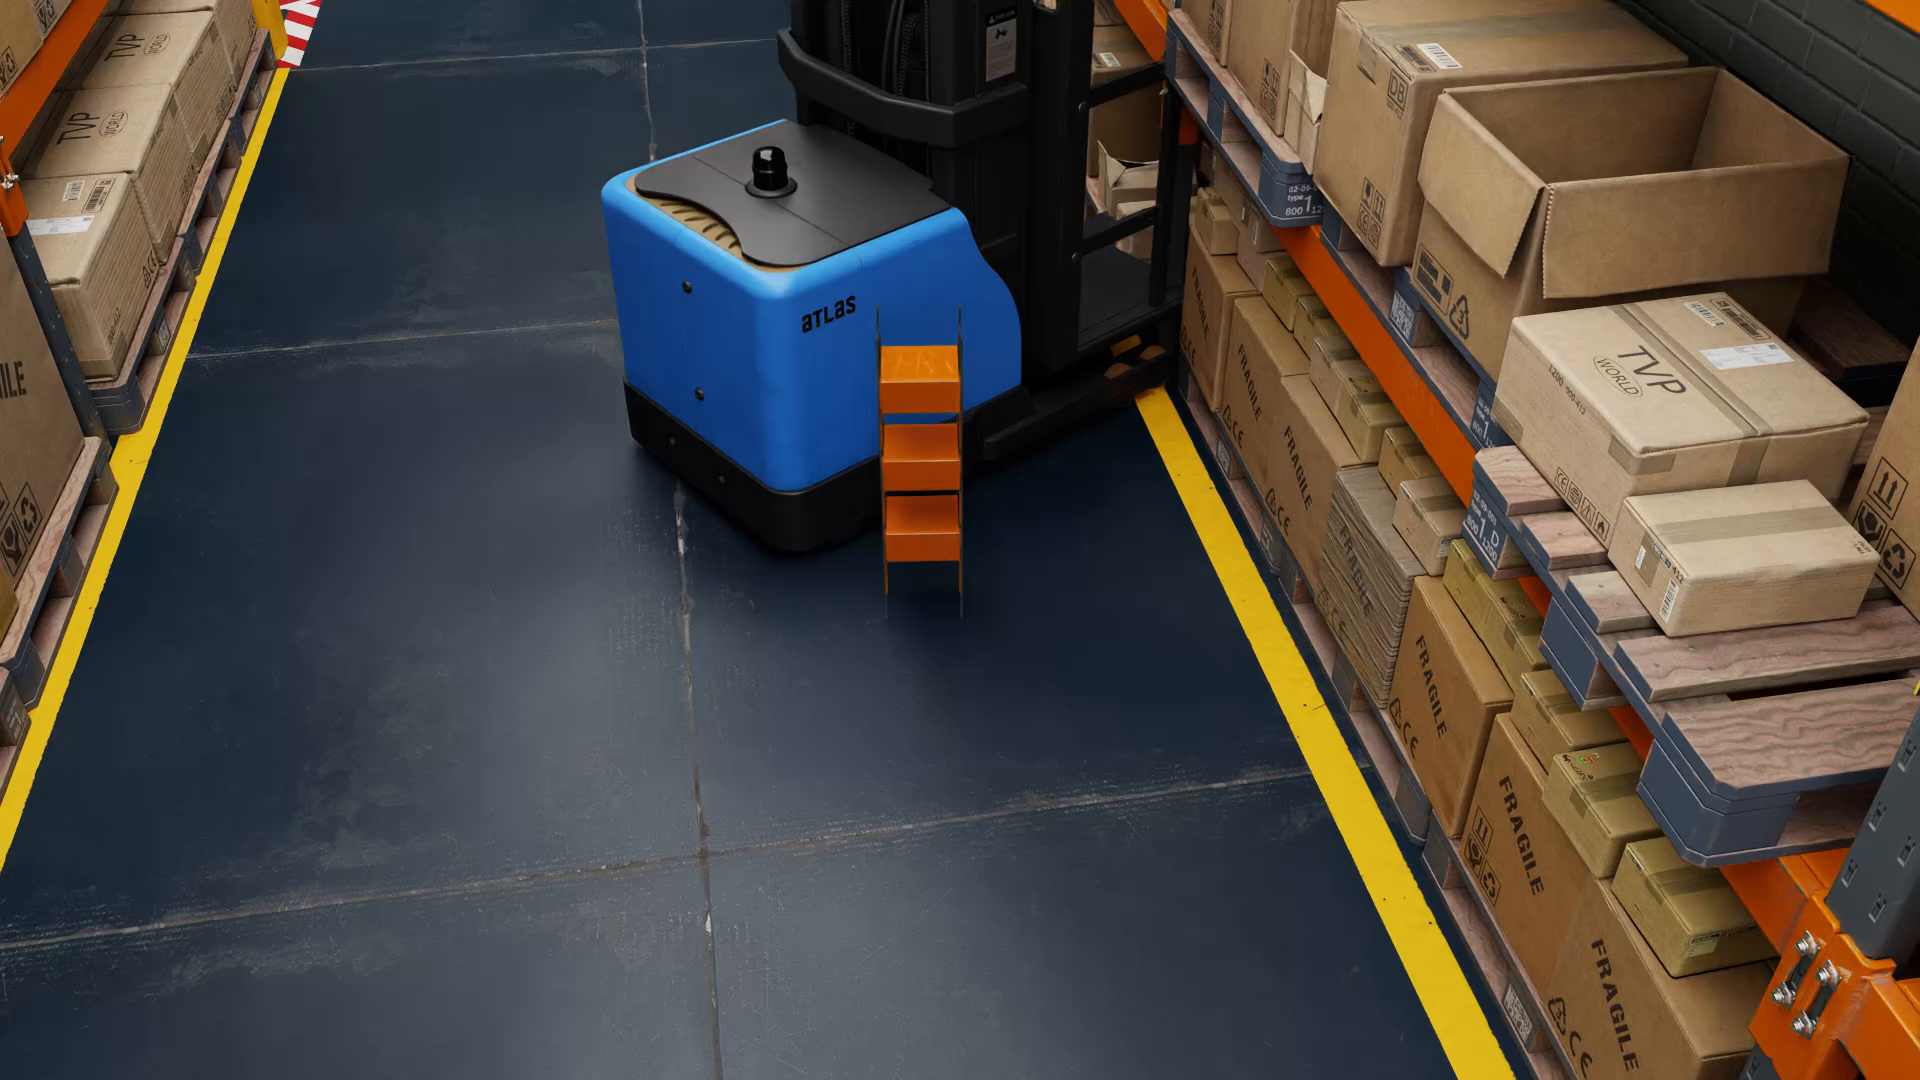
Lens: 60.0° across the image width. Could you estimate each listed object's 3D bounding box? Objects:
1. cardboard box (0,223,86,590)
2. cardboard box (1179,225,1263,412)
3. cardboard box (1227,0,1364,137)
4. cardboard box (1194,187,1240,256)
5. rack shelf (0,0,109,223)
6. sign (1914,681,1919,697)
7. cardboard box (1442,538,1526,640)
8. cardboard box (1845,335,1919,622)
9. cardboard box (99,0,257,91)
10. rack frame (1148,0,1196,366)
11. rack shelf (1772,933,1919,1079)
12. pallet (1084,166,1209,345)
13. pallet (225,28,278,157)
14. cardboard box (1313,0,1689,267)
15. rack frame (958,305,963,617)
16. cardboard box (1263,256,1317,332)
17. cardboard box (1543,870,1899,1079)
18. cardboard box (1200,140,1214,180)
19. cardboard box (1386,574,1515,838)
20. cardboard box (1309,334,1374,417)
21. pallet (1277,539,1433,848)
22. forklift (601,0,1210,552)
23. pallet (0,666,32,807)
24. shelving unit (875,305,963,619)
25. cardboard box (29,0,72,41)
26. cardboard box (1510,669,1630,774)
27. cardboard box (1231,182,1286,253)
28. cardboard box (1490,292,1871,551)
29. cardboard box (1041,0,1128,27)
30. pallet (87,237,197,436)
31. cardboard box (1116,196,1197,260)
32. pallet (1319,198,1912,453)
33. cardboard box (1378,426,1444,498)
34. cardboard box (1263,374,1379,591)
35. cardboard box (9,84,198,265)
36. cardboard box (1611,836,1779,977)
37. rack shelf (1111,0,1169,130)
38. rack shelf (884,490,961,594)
[{"bbox_3d":[-3.441,-0.388,5.193,0.875,0.875,0.875,-5,38,-7],"label":"cardboard box"},{"bbox_3d":[1.121,-0.825,6.062,0.500,0.500,0.500,-5,38,-6],"label":"cardboard box"},{"bbox_3d":[1.213,-1.539,4.862,0.700,0.500,0.500,-6,38,-7],"label":"cardboard box"},{"bbox_3d":[1.059,-1.152,5.955,0.380,0.149,0.250,-5,38,-6],"label":"cardboard box"},{"bbox_3d":[-3.979,-2.351,6.917,1.077,0.370,4.000,-6,38,-8],"label":"rack shelf"},{"bbox_3d":[1.427,0.091,2.308,0.100,0.325,0.005,-6,38,-8],"label":"sign"},{"bbox_3d":[1.496,0.107,4.334,0.380,0.149,0.250,-7,38,-9],"label":"cardboard box"},{"bbox_3d":[2.023,-0.080,2.984,0.500,0.500,0.500,-5,38,-6],"label":"cardboard box"},{"bbox_3d":[-4.115,-2.609,8.409,0.875,0.438,0.875,-7,38,-9],"label":"cardboard box"},{"bbox_3d":[1.258,-1.963,5.832,1.000,3.000,0.127,-6,38,-8],"label":"rack frame"},{"bbox_3d":[2.310,1.945,1.387,1.077,0.370,4.000,-6,38,-8],"label":"rack shelf"},{"bbox_3d":[1.138,-1.276,7.221,1.003,0.211,1.213,-6,38,-8],"label":"pallet"},{"bbox_3d":[-4.112,-2.267,8.496,1.003,0.211,1.213,-6,38,-8],"label":"pallet"},{"bbox_3d":[1.351,-1.065,4.252,0.700,0.500,0.500,-6,38,-8],"label":"cardboard box"},{"bbox_3d":[0.002,-0.223,5.182,0.008,1.050,0.200,-1,38,-1],"label":"rack frame"},{"bbox_3d":[1.240,-0.840,5.552,0.380,0.149,0.250,-8,39,-10],"label":"cardboard box"},{"bbox_3d":[1.673,1.042,3.659,0.500,0.500,0.500,-5,38,-7],"label":"cardboard box"},{"bbox_3d":[1.299,-1.689,7.461,0.380,0.149,0.250,-7,38,-9],"label":"cardboard box"},{"bbox_3d":[1.502,0.423,4.456,0.500,0.500,0.500,-5,38,-6],"label":"cardboard box"},{"bbox_3d":[1.308,-0.521,5.142,0.380,0.149,0.250,-6,38,-8],"label":"cardboard box"},{"bbox_3d":[1.655,0.364,5.109,1.003,0.211,1.213,-6,38,-8],"label":"pallet"},{"bbox_3d":[0.220,-1.889,5.792,3.031,2.935,1.130,-28,46,-31],"label":"forklift"},{"bbox_3d":[-3.202,0.871,4.457,1.003,0.211,1.213,-6,38,-8],"label":"pallet"},{"bbox_3d":[-0.120,-0.221,5.179,0.252,1.050,0.215,-1,38,-1],"label":"shelving unit"},{"bbox_3d":[-3.537,-2.082,5.904,0.500,0.500,0.500,-6,38,-8],"label":"cardboard box"},{"bbox_3d":[1.542,0.422,3.928,0.380,0.149,0.250,-7,38,-9],"label":"cardboard box"},{"bbox_3d":[1.152,-1.118,5.668,0.380,0.149,0.250,-8,39,-10],"label":"cardboard box"},{"bbox_3d":[1.455,-0.256,3.414,0.500,0.250,0.500,-8,39,-10],"label":"cardboard box"},{"bbox_3d":[0.676,-2.327,7.996,0.500,0.500,0.500,-6,38,-7],"label":"cardboard box"},{"bbox_3d":[-3.685,-0.793,6.599,1.003,0.211,1.213,-6,38,-8],"label":"pallet"},{"bbox_3d":[0.871,-1.308,6.970,0.380,0.149,0.250,-7,38,-9],"label":"cardboard box"},{"bbox_3d":[1.614,-0.645,4.292,1.003,0.211,1.213,-6,38,-8],"label":"pallet"},{"bbox_3d":[1.425,-0.211,4.743,0.380,0.149,0.250,-6,38,-8],"label":"cardboard box"},{"bbox_3d":[1.307,-0.203,5.261,0.500,0.500,0.500,-7,38,-9],"label":"cardboard box"},{"bbox_3d":[-3.790,-1.512,6.998,0.875,0.438,0.875,-7,38,-9],"label":"cardboard box"},{"bbox_3d":[1.623,0.747,3.510,0.380,0.149,0.250,-8,39,-10],"label":"cardboard box"},{"bbox_3d":[0.907,-2.887,7.607,1.077,0.370,4.000,-6,38,-8],"label":"rack shelf"},{"bbox_3d":[-0.120,0.007,5.356,0.240,0.259,0.215,-1,38,-1],"label":"rack shelf"}]
